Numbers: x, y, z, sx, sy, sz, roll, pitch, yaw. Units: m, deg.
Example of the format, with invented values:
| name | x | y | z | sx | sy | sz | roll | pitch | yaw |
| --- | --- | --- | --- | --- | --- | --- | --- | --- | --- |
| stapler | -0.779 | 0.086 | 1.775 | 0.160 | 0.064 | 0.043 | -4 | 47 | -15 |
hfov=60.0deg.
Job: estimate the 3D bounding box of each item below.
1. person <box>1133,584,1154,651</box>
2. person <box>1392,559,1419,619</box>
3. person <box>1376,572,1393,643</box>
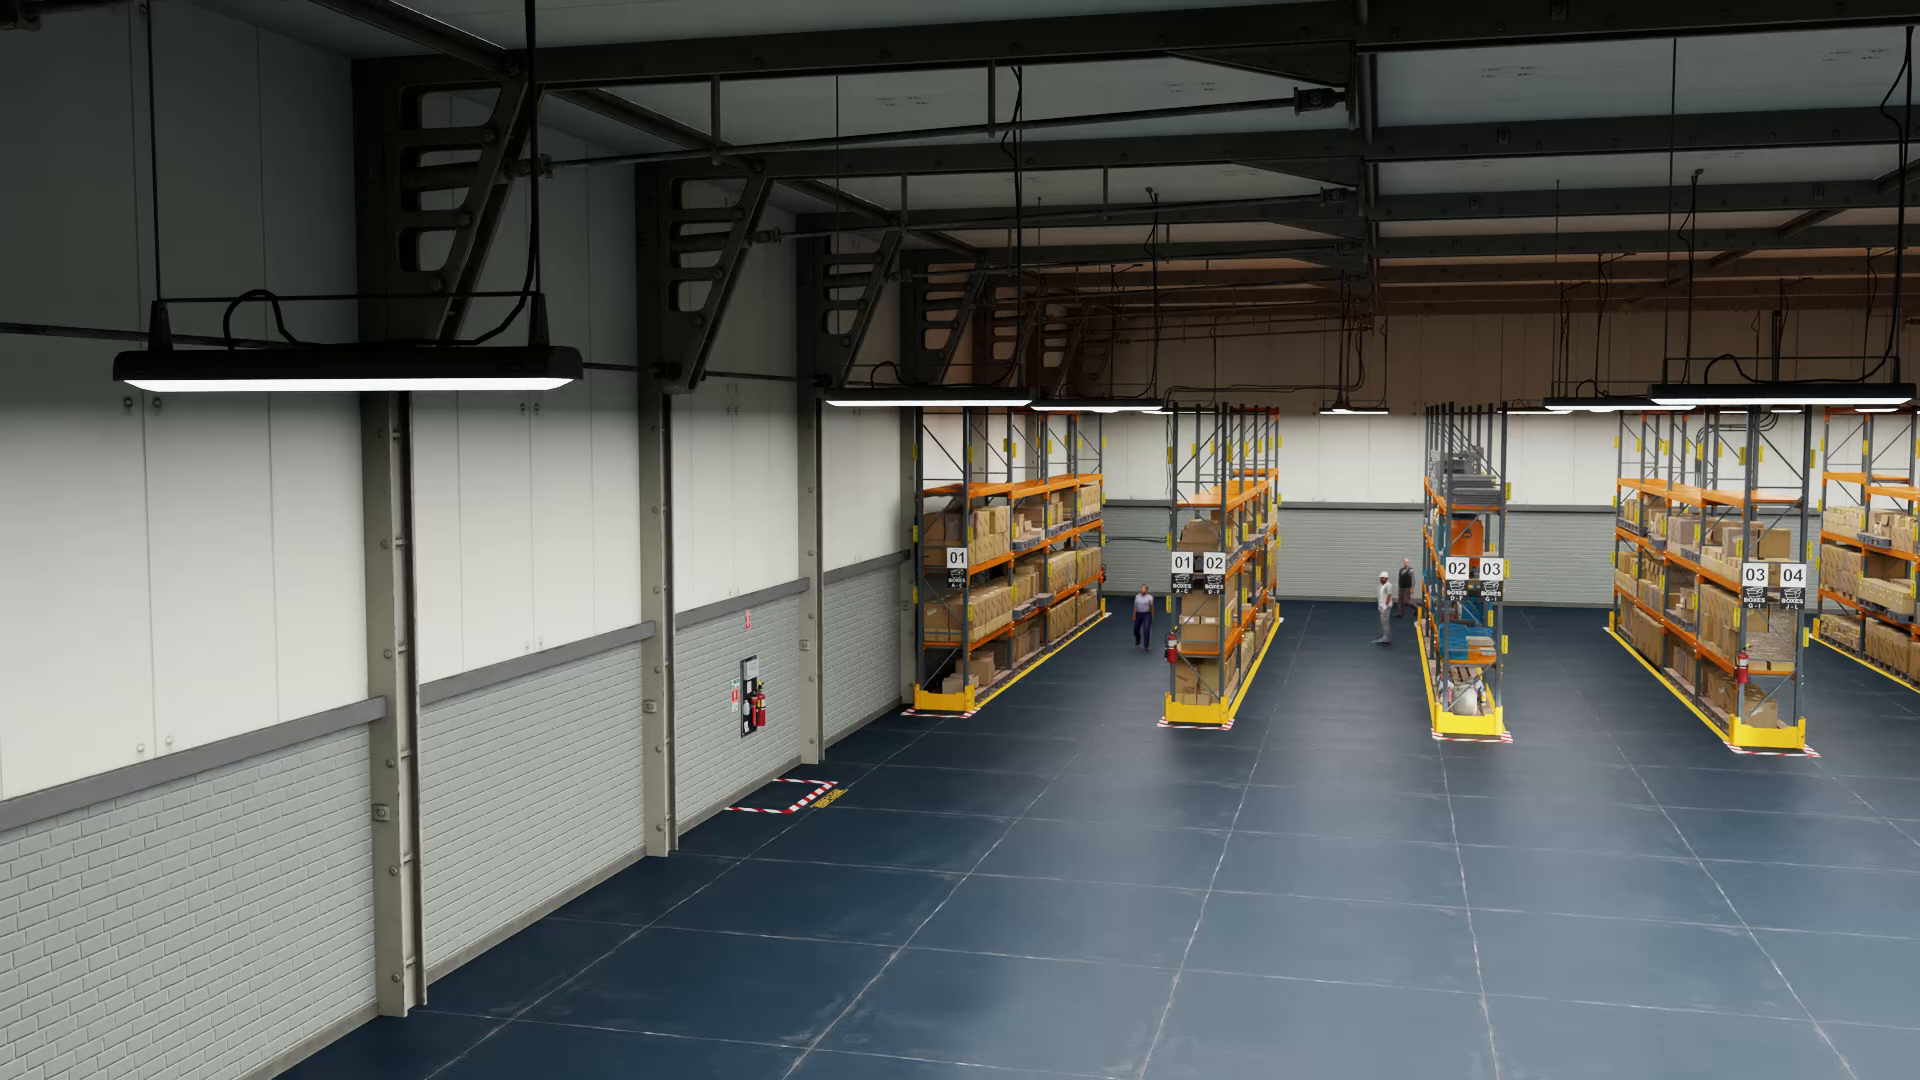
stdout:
| name | x | y | z | sx | sy | sz | roll | pitch | yaw |
| --- | --- | --- | --- | --- | --- | --- | --- | --- | --- |
| person | 4.523 | 1.893 | 40.872 | 0.505 | 1.600 | 0.665 | 1 | 4 | 12 |
| person | 12.683 | 1.378 | 47.262 | 0.737 | 1.709 | 0.534 | -2 | 5 | -21 |
| person | 10.753 | 1.698 | 42.225 | 0.416 | 1.786 | 0.584 | 0 | 4 | 0 |
